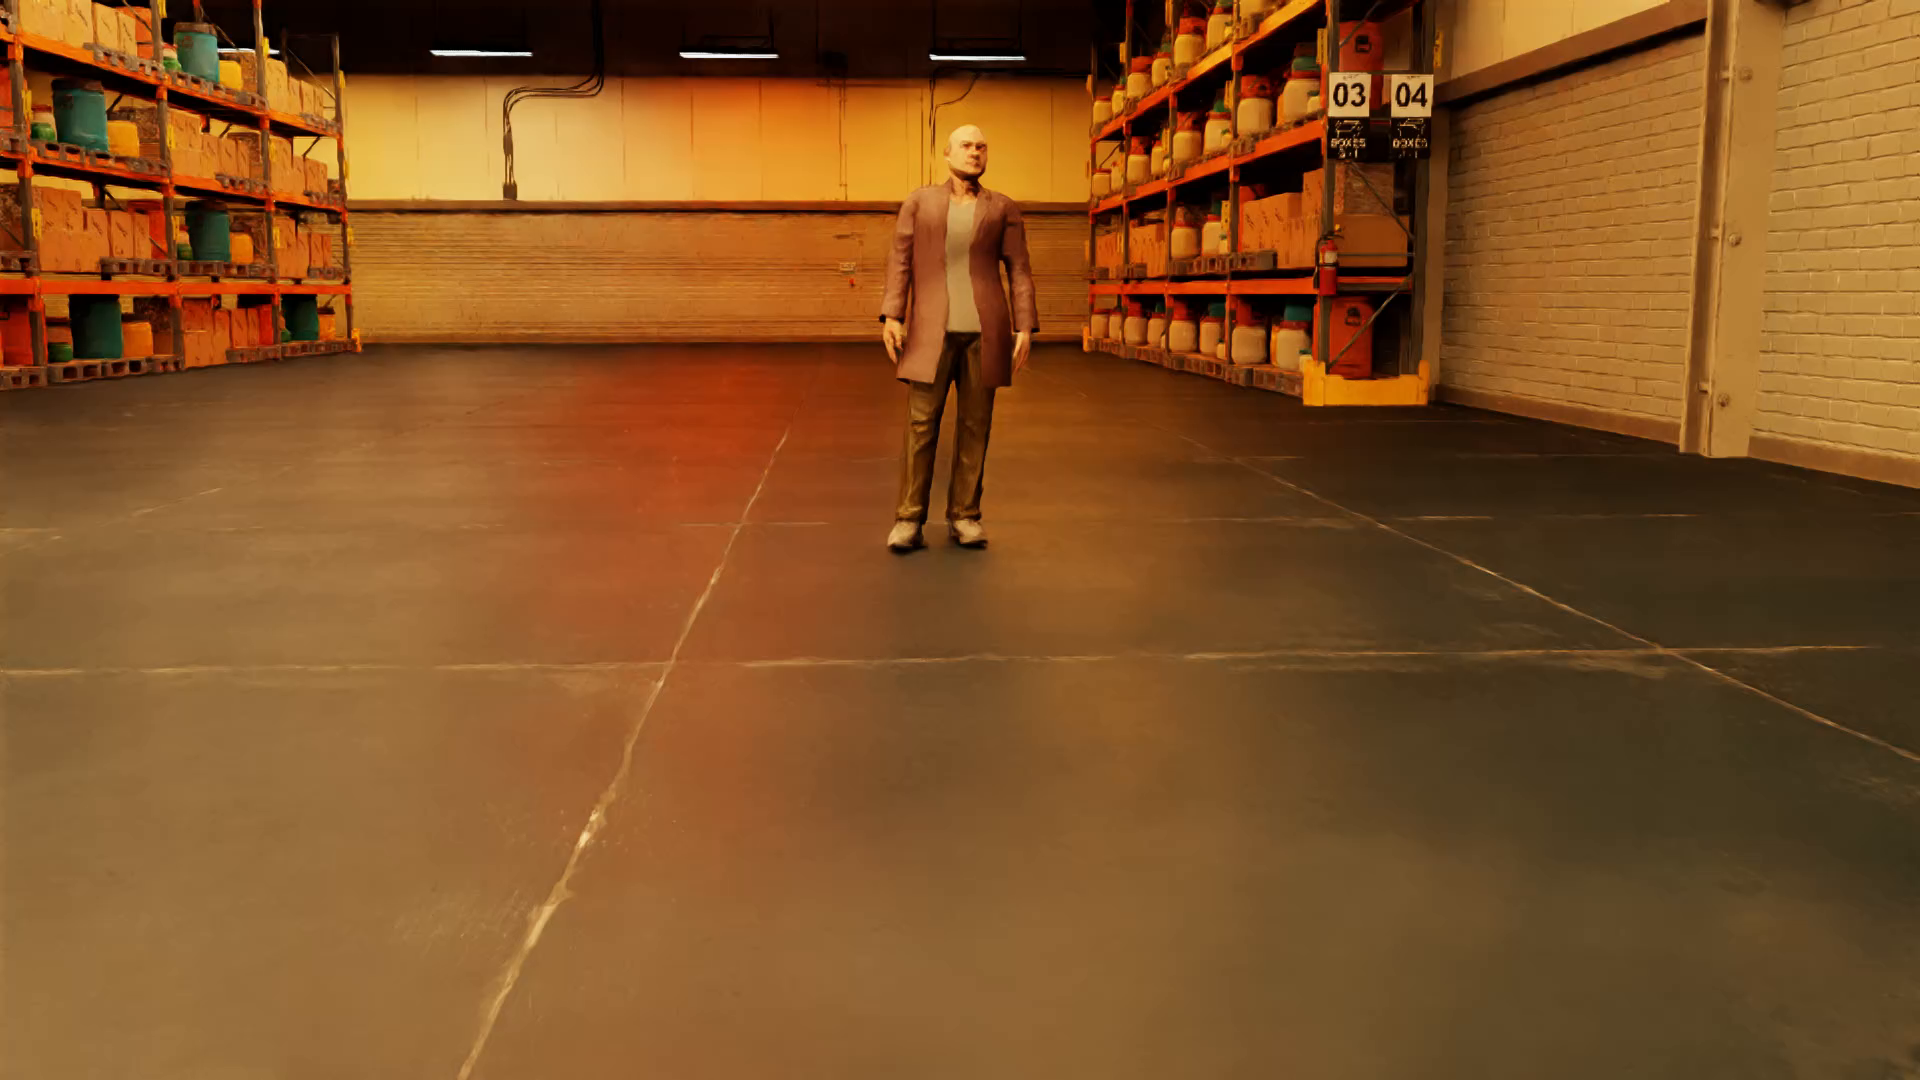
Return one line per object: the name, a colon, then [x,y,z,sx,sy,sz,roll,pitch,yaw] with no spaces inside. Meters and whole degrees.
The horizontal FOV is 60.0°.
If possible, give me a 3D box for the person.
person: [0.001,-0.873,7.088,0.694,1.776,0.580,-1,8,-4]
